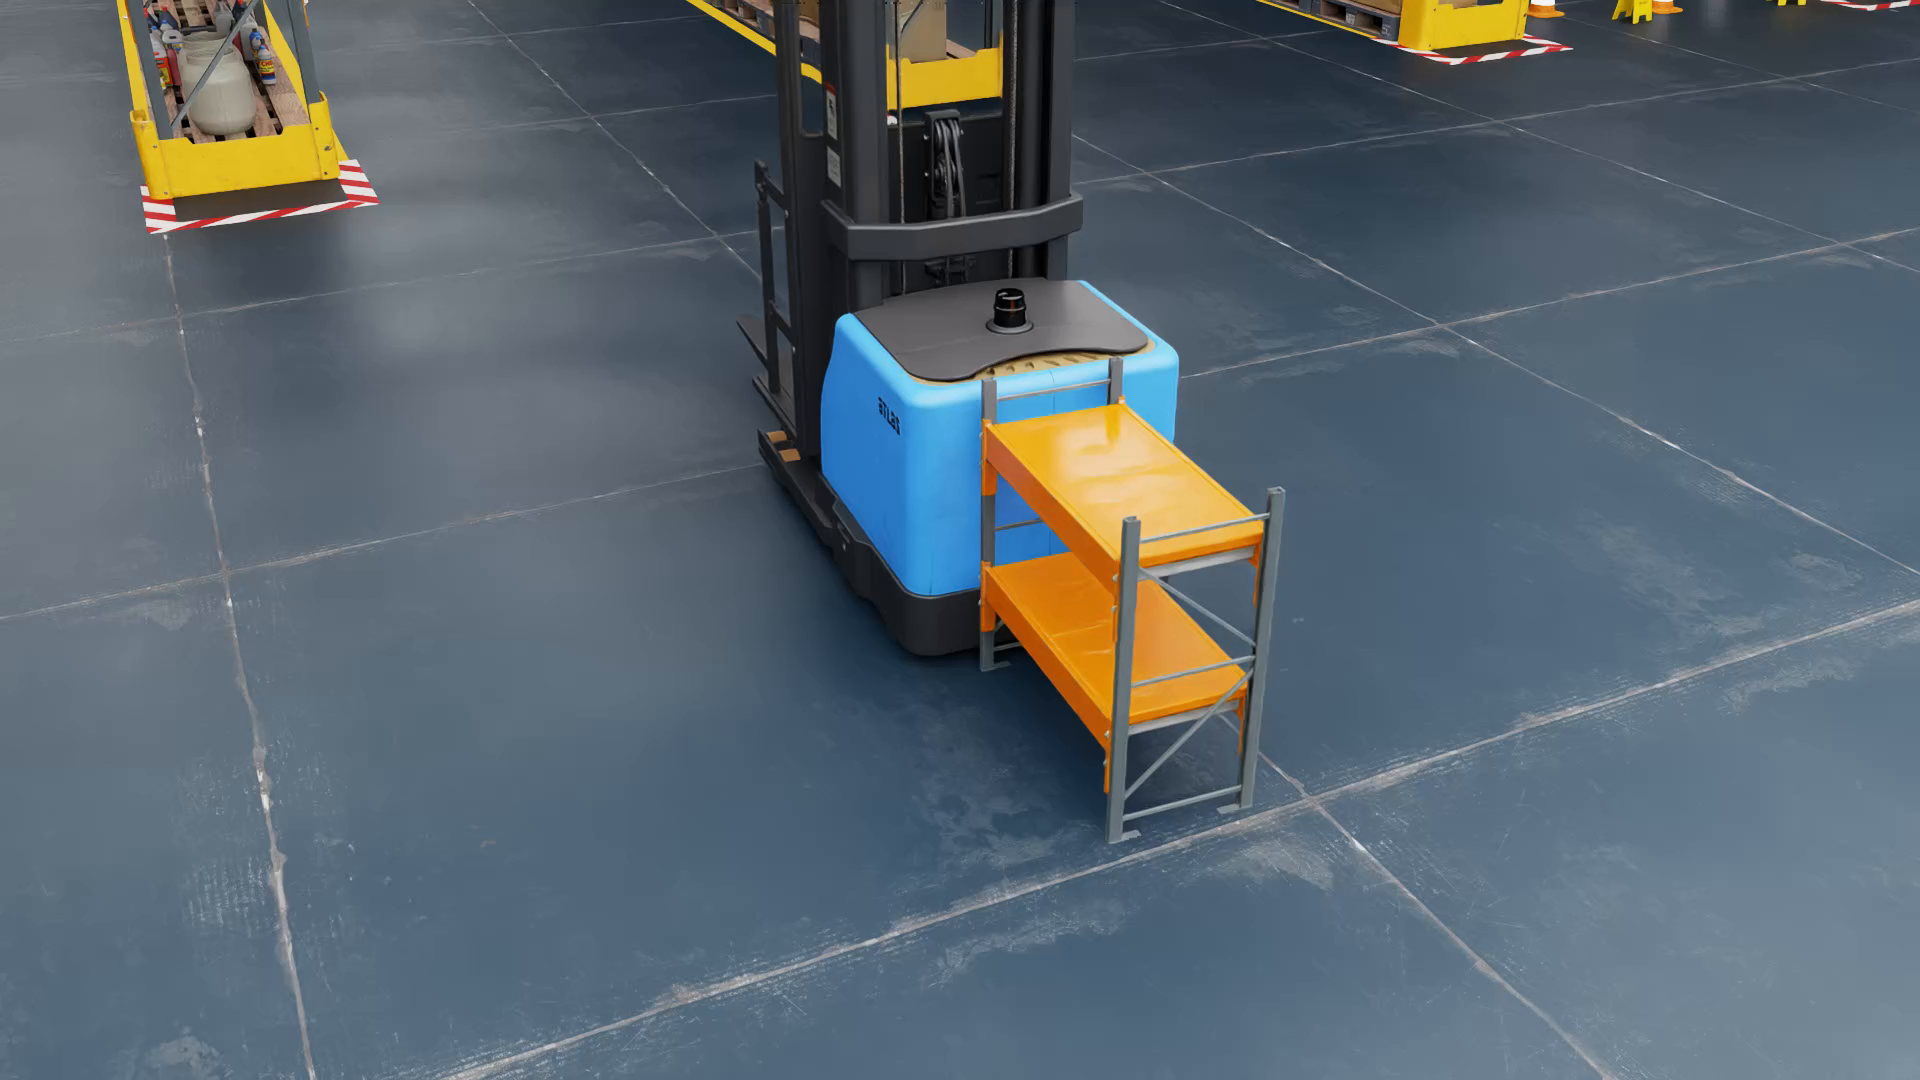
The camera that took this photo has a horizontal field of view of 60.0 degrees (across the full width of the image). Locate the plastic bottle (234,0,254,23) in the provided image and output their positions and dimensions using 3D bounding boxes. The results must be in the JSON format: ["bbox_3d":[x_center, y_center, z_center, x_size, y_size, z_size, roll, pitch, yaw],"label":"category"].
[{"bbox_3d":[-5.729,-4.140,13.324,0.144,0.351,0.185,-15,32,-24],"label":"plastic bottle"}]

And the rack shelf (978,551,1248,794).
[{"bbox_3d":[0.495,0.373,5.434,0.538,0.278,1.000,-11,31,-19],"label":"rack shelf"}]

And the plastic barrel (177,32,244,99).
[{"bbox_3d":[-5.198,-3.239,11.574,0.421,0.512,0.421,0,29,0],"label":"plastic barrel"}]

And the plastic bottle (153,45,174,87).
[{"bbox_3d":[-5.899,-3.485,12.234,0.152,0.276,0.135,-13,32,-22],"label":"plastic bottle"}]

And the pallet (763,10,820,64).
[{"bbox_3d":[-1.027,-4.407,14.393,1.003,0.211,1.213,-13,32,-22],"label":"pallet"}]

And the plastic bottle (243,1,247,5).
[{"bbox_3d":[-5.844,-4.276,13.636,0.061,0.283,0.133,-11,31,-20],"label":"plastic bottle"}]

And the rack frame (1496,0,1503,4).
[{"bbox_3d":[4.366,-5.682,13.816,1.000,3.000,0.127,-13,32,-22],"label":"rack frame"}]

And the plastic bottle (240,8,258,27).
[{"bbox_3d":[-5.590,-3.997,13.070,0.144,0.351,0.185,-13,32,-22],"label":"plastic bottle"}]

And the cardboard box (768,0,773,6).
[{"bbox_3d":[-1.486,-5.108,14.920,0.500,0.500,0.500,-3,29,-6],"label":"cardboard box"}]

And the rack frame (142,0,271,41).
[{"bbox_3d":[-6.348,-5.412,13.335,1.000,3.000,0.127,-13,32,-22],"label":"rack frame"}]

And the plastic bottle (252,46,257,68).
[{"bbox_3d":[-5.360,-3.722,12.732,0.097,0.201,0.097,0,29,0],"label":"plastic bottle"}]

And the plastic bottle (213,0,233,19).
[{"bbox_3d":[-5.941,-4.194,13.422,0.144,0.351,0.185,-13,32,-22],"label":"plastic bottle"}]

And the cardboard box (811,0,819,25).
[{"bbox_3d":[-0.950,-4.595,14.003,0.500,0.500,0.500,-10,31,-17],"label":"cardboard box"}]

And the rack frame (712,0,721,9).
[{"bbox_3d":[-1.875,-6.452,15.189,1.000,3.000,0.127,-13,32,-22],"label":"rack frame"}]

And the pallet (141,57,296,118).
[{"bbox_3d":[-5.570,-3.351,12.510,1.003,0.211,1.213,-13,32,-22],"label":"pallet"}]

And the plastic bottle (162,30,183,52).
[{"bbox_3d":[-5.990,-3.743,12.694,0.152,0.276,0.135,-13,32,-22],"label":"plastic bottle"}]

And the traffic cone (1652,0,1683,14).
[{"bbox_3d":[6.587,-5.195,15.542,0.336,0.463,0.334,-13,32,-22],"label":"traffic cone"}]

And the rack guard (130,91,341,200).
[{"bbox_3d":[-4.706,-2.579,10.837,1.175,0.500,0.348,-13,32,-22],"label":"rack guard"}]

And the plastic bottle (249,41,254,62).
[{"bbox_3d":[-5.449,-3.813,12.894,0.097,0.201,0.097,0,29,0],"label":"plastic bottle"}]

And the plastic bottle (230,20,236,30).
[{"bbox_3d":[-5.672,-3.935,13.028,0.061,0.283,0.133,-13,32,-22],"label":"plastic bottle"}]

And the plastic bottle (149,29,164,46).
[{"bbox_3d":[-6.033,-3.652,12.454,0.144,0.351,0.185,-12,31,-20],"label":"plastic bottle"}]

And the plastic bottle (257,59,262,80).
[{"bbox_3d":[-5.172,-3.529,12.387,0.097,0.201,0.097,0,29,0],"label":"plastic bottle"}]

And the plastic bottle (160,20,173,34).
[{"bbox_3d":[-6.205,-3.932,13.034,0.097,0.271,0.097,0,29,0],"label":"plastic bottle"}]

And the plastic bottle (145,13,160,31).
[{"bbox_3d":[-6.295,-3.922,12.935,0.144,0.351,0.185,-15,32,-24],"label":"plastic bottle"}]

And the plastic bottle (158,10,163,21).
[{"bbox_3d":[-6.348,-4.072,13.272,0.061,0.283,0.133,-13,32,-22],"label":"plastic bottle"}]

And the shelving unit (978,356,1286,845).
[{"bbox_3d":[0.495,0.160,5.314,0.538,1.125,1.048,-11,31,-19],"label":"shelving unit"}]

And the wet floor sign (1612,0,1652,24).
[{"bbox_3d":[6.166,-5.058,15.110,0.267,0.644,0.232,-19,35,-30],"label":"wet floor sign"}]

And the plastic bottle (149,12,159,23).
[{"bbox_3d":[-6.444,-4.046,13.234,0.152,0.276,0.135,-12,31,-20],"label":"plastic bottle"}]

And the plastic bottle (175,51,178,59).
[{"bbox_3d":[-5.854,-3.549,12.423,0.097,0.201,0.097,0,29,0],"label":"plastic bottle"}]

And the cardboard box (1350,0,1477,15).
[{"bbox_3d":[4.015,-5.224,14.742,0.875,0.875,0.875,-13,32,-22],"label":"cardboard box"}]

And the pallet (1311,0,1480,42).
[{"bbox_3d":[3.952,-4.802,15.099,1.003,0.211,1.213,-13,32,-22],"label":"pallet"}]

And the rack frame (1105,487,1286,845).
[{"bbox_3d":[0.683,0.391,4.903,0.500,1.125,0.032,-11,31,-19],"label":"rack frame"}]

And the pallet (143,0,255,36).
[{"bbox_3d":[-6.720,-4.535,14.621,1.003,0.211,1.213,-13,32,-22],"label":"pallet"}]

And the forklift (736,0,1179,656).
[{"bbox_3d":[-0.239,-1.573,6.558,1.130,2.935,3.031,-11,31,-19],"label":"forklift"}]

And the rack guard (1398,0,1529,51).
[{"bbox_3d":[4.376,-4.581,14.408,1.175,0.500,0.348,-13,32,-22],"label":"rack guard"}]

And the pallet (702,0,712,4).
[{"bbox_3d":[-2.210,-5.579,16.484,1.003,0.211,1.213,-13,32,-22],"label":"pallet"}]

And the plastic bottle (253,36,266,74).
[{"bbox_3d":[-5.275,-3.665,12.558,0.097,0.271,0.097,0,29,0],"label":"plastic bottle"}]
